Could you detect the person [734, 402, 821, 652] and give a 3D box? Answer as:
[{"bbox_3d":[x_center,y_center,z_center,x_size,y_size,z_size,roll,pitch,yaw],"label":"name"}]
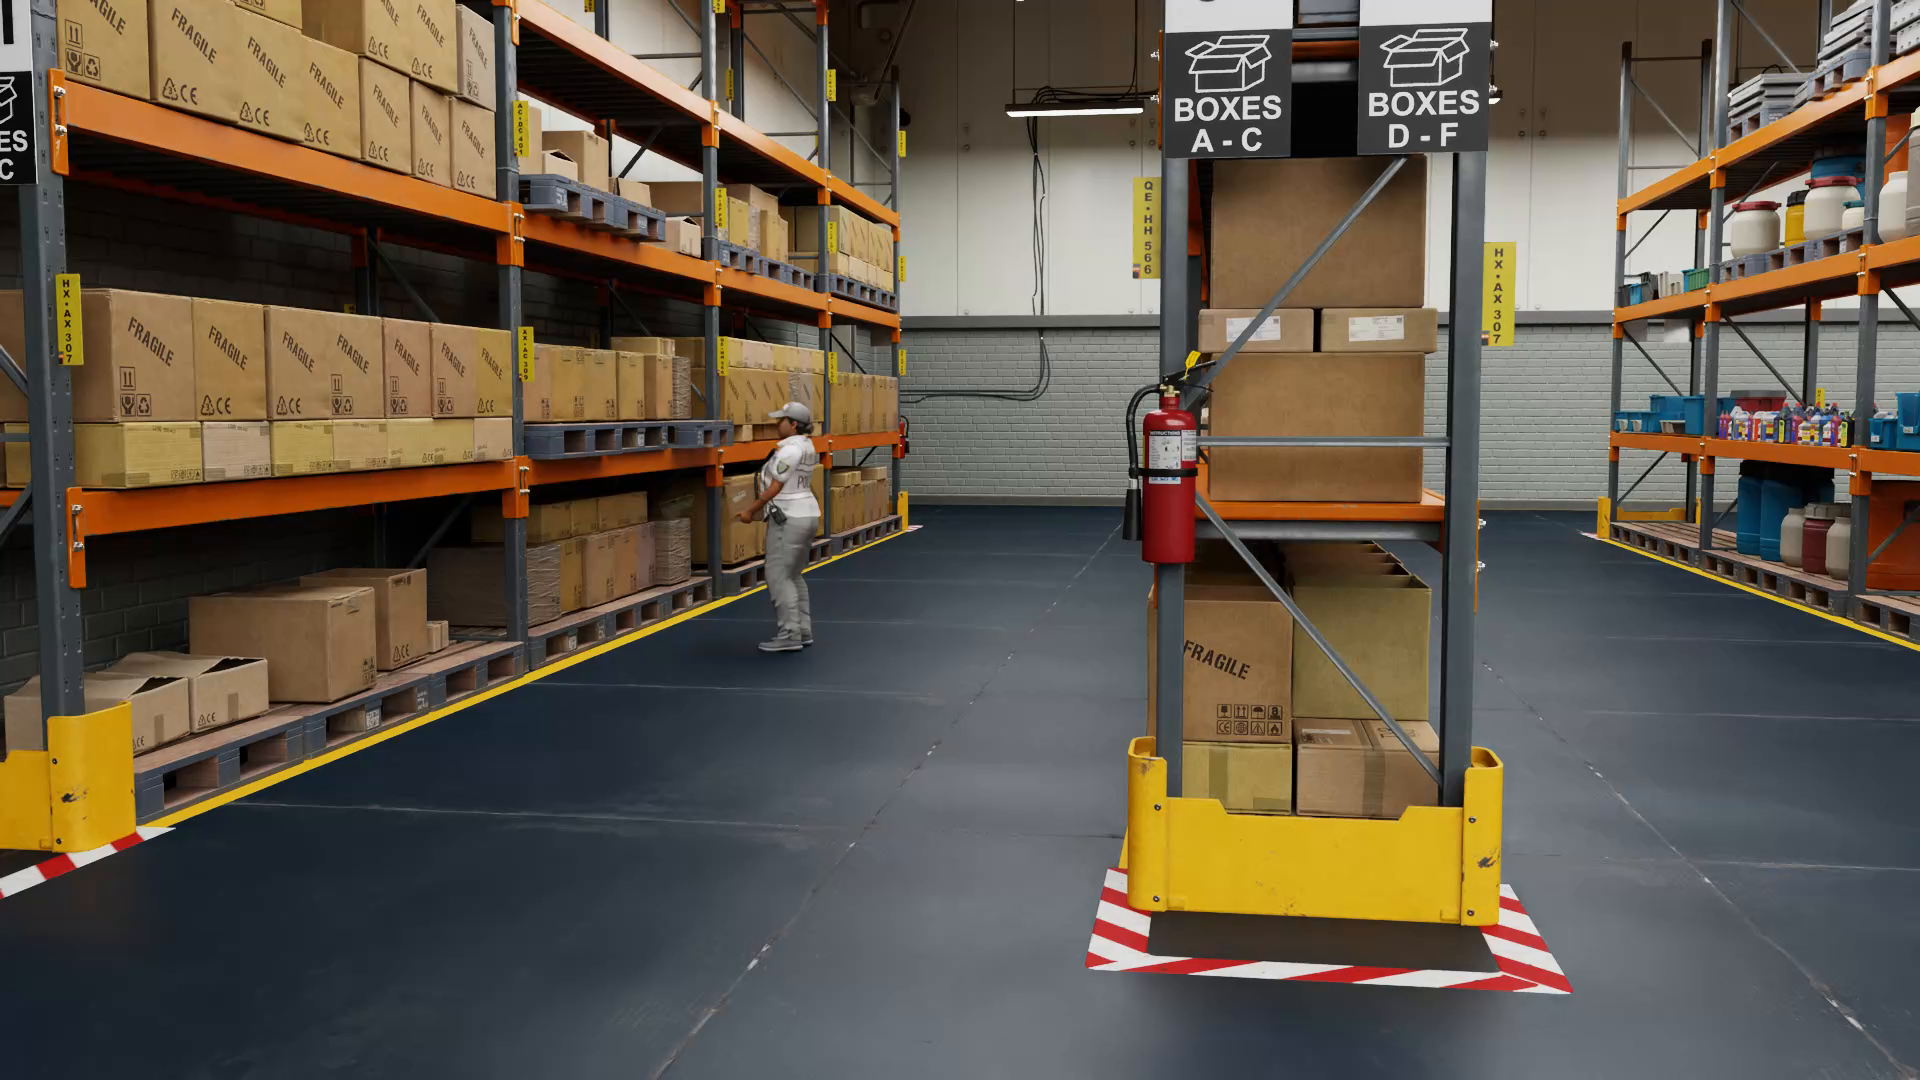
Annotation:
[{"bbox_3d":[-1.217,-0.095,11.144,0.541,1.656,0.455,1,5,10],"label":"person"}]
